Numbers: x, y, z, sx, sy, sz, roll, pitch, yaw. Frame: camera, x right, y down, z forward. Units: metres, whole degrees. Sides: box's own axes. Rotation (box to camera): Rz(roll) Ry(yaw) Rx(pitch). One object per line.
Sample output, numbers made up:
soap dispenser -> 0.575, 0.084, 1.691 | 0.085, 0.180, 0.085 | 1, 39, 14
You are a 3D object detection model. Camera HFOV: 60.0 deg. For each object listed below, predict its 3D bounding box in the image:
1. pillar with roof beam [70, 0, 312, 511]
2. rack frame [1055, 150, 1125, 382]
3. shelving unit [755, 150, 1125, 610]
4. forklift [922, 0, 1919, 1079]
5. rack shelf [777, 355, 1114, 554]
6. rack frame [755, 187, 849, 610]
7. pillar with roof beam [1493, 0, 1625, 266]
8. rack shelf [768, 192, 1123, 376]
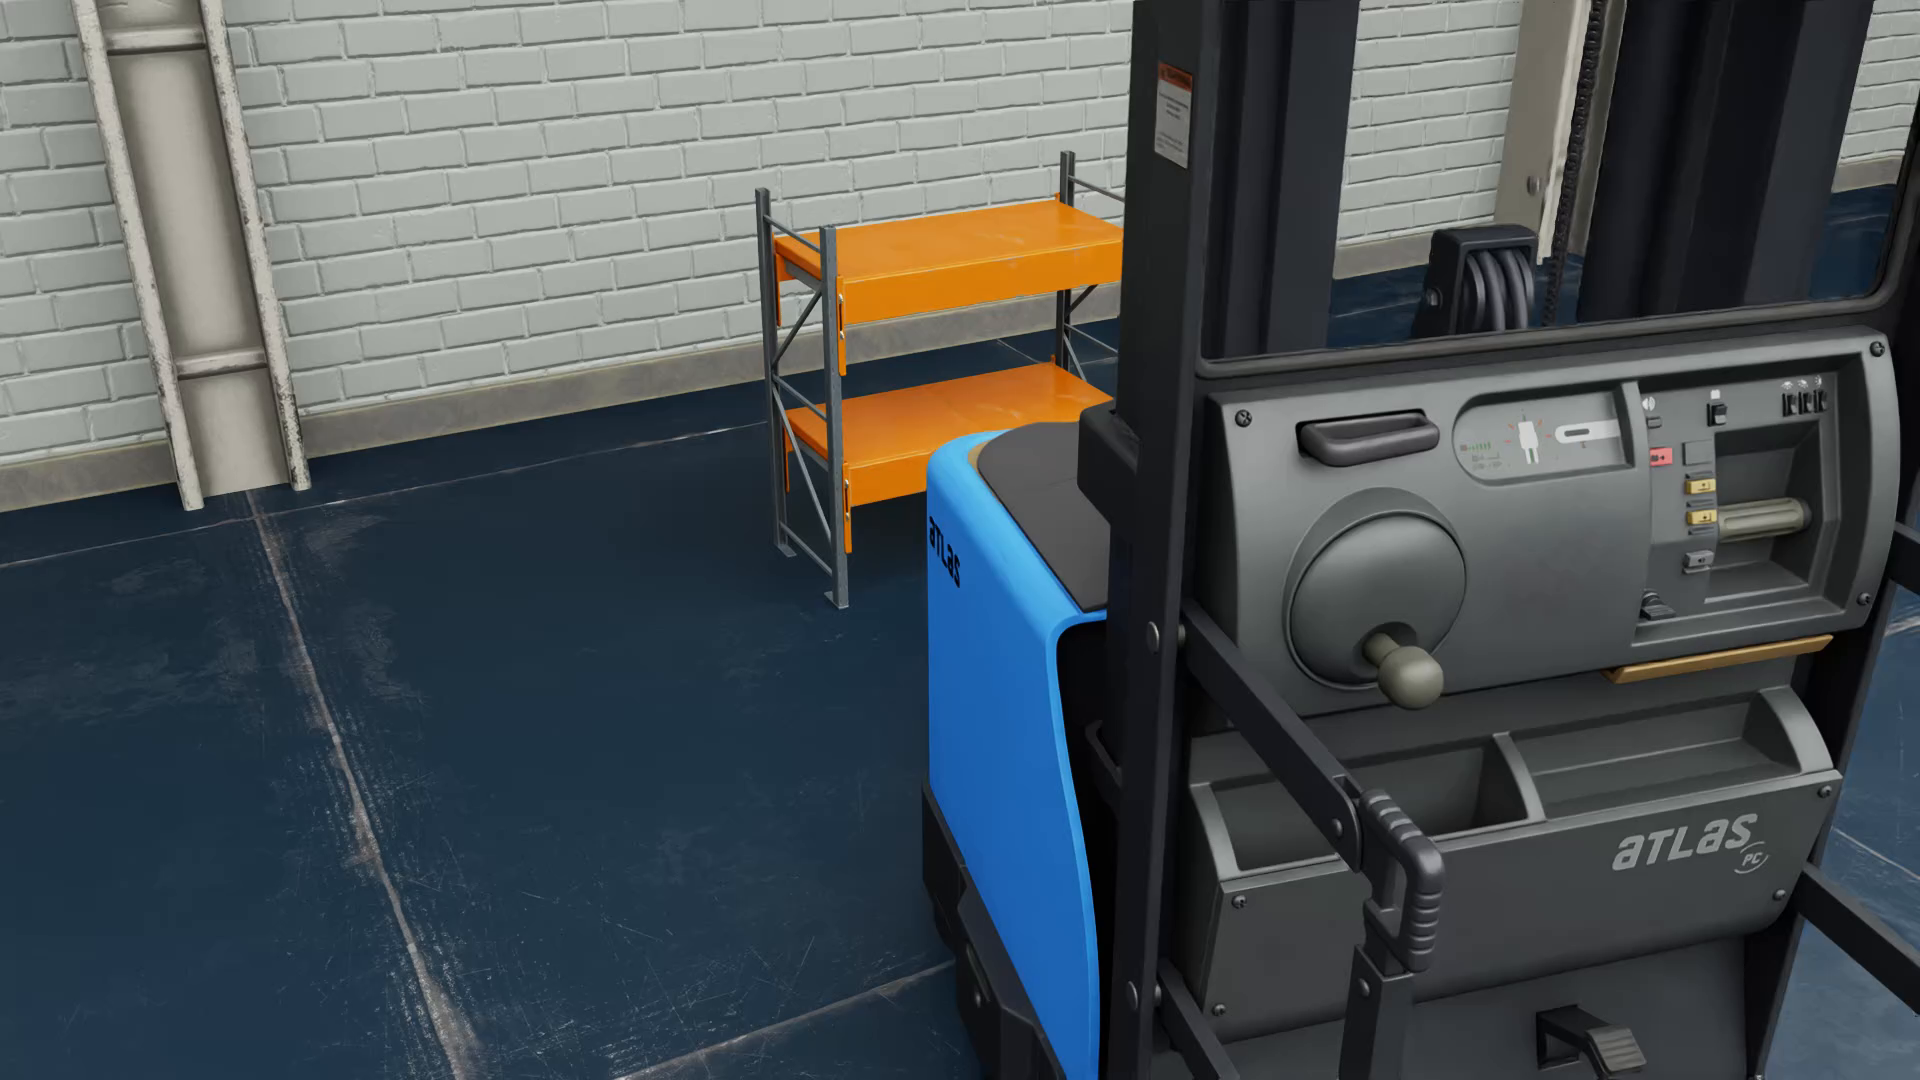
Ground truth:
pillar with roof beam -> -0.410, -2.606, 0.281 | 0.400, 9.000, 9.100 | -13, 29, -25
rack frame -> 0.443, -0.609, 5.219 | 0.032, 1.125, 0.500 | -13, 29, -25
shelving unit -> -0.006, -0.506, 5.004 | 1.048, 1.125, 0.538 | -13, 29, -25
forklift -> 0.816, 0.002, 1.860 | 1.130, 2.935, 3.031 | -7, 27, -14
rack shelf -> -0.006, -0.285, 5.109 | 1.000, 0.278, 0.538 | -13, 29, -25
rack frame -> -0.455, -0.402, 4.788 | 0.032, 1.125, 0.500 | -13, 29, -25
pillar with roof beam -> 4.885, -3.828, 2.827 | 0.400, 9.000, 9.100 | -13, 29, -25
rack shelf -> -0.006, -0.770, 4.877 | 1.000, 0.278, 0.538 | -13, 29, -25
